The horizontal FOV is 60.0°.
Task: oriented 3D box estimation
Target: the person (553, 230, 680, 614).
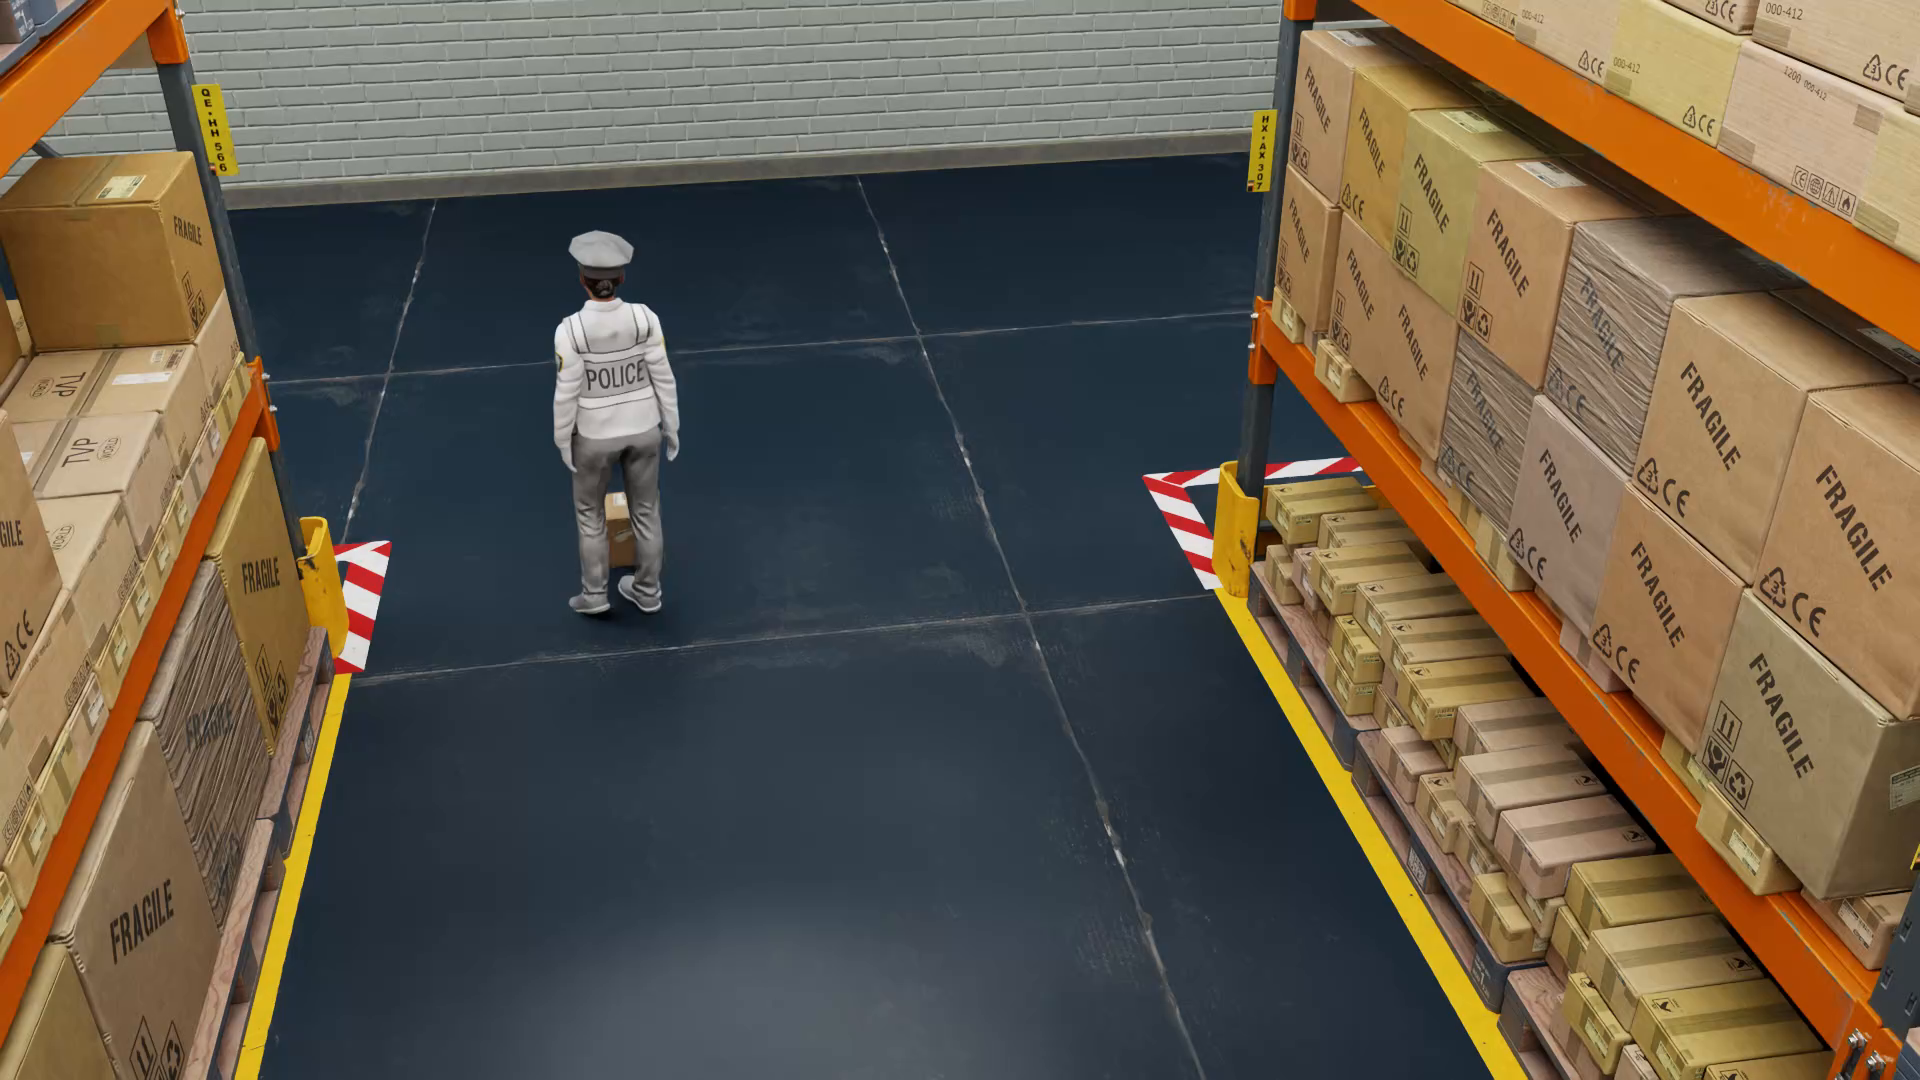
[{"bbox_3d":[-1.428,-0.422,6.858,0.520,1.727,0.377,-14,34,-22],"label":"person"}]
